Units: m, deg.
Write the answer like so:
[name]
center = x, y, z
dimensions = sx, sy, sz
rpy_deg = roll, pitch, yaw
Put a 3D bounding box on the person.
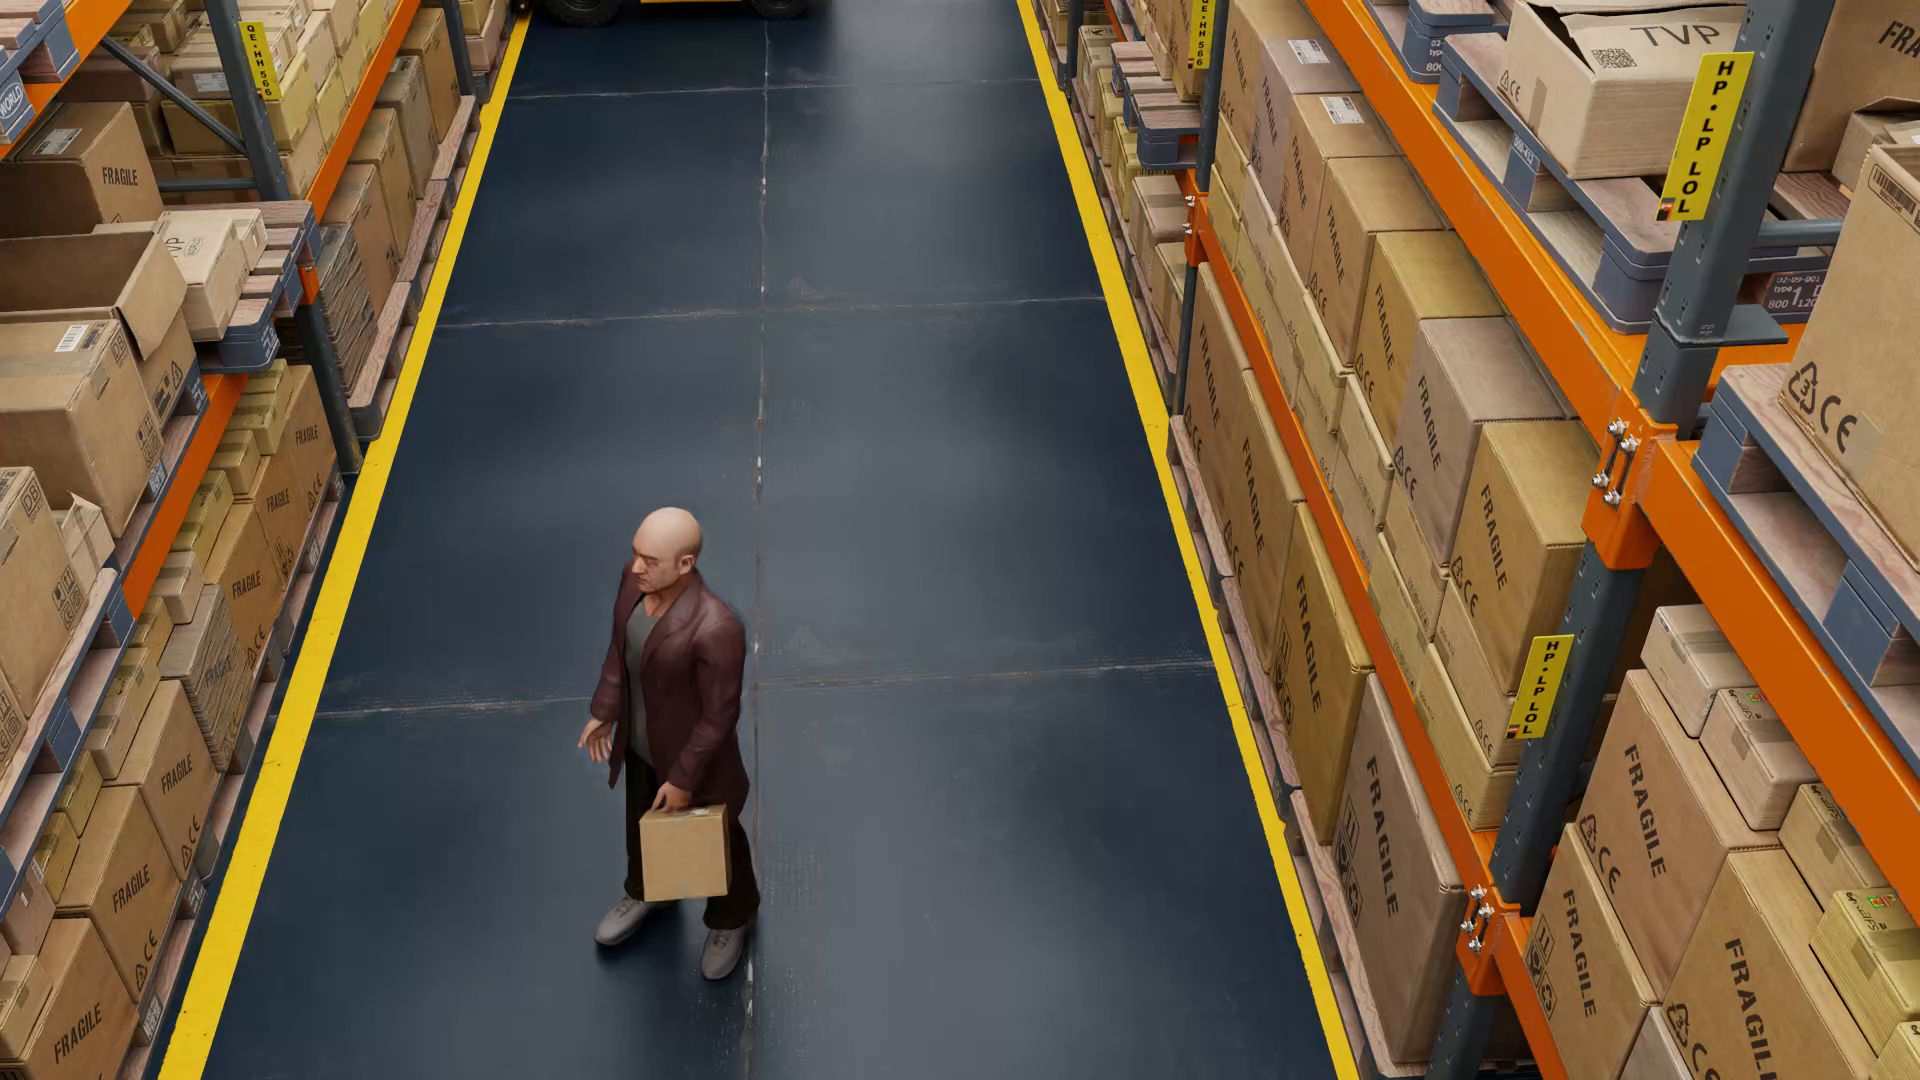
[person]
center = -0.962, 0.686, 5.276
dimensions = 0.536, 1.786, 0.577
rpy_deg = -30, 47, -32
